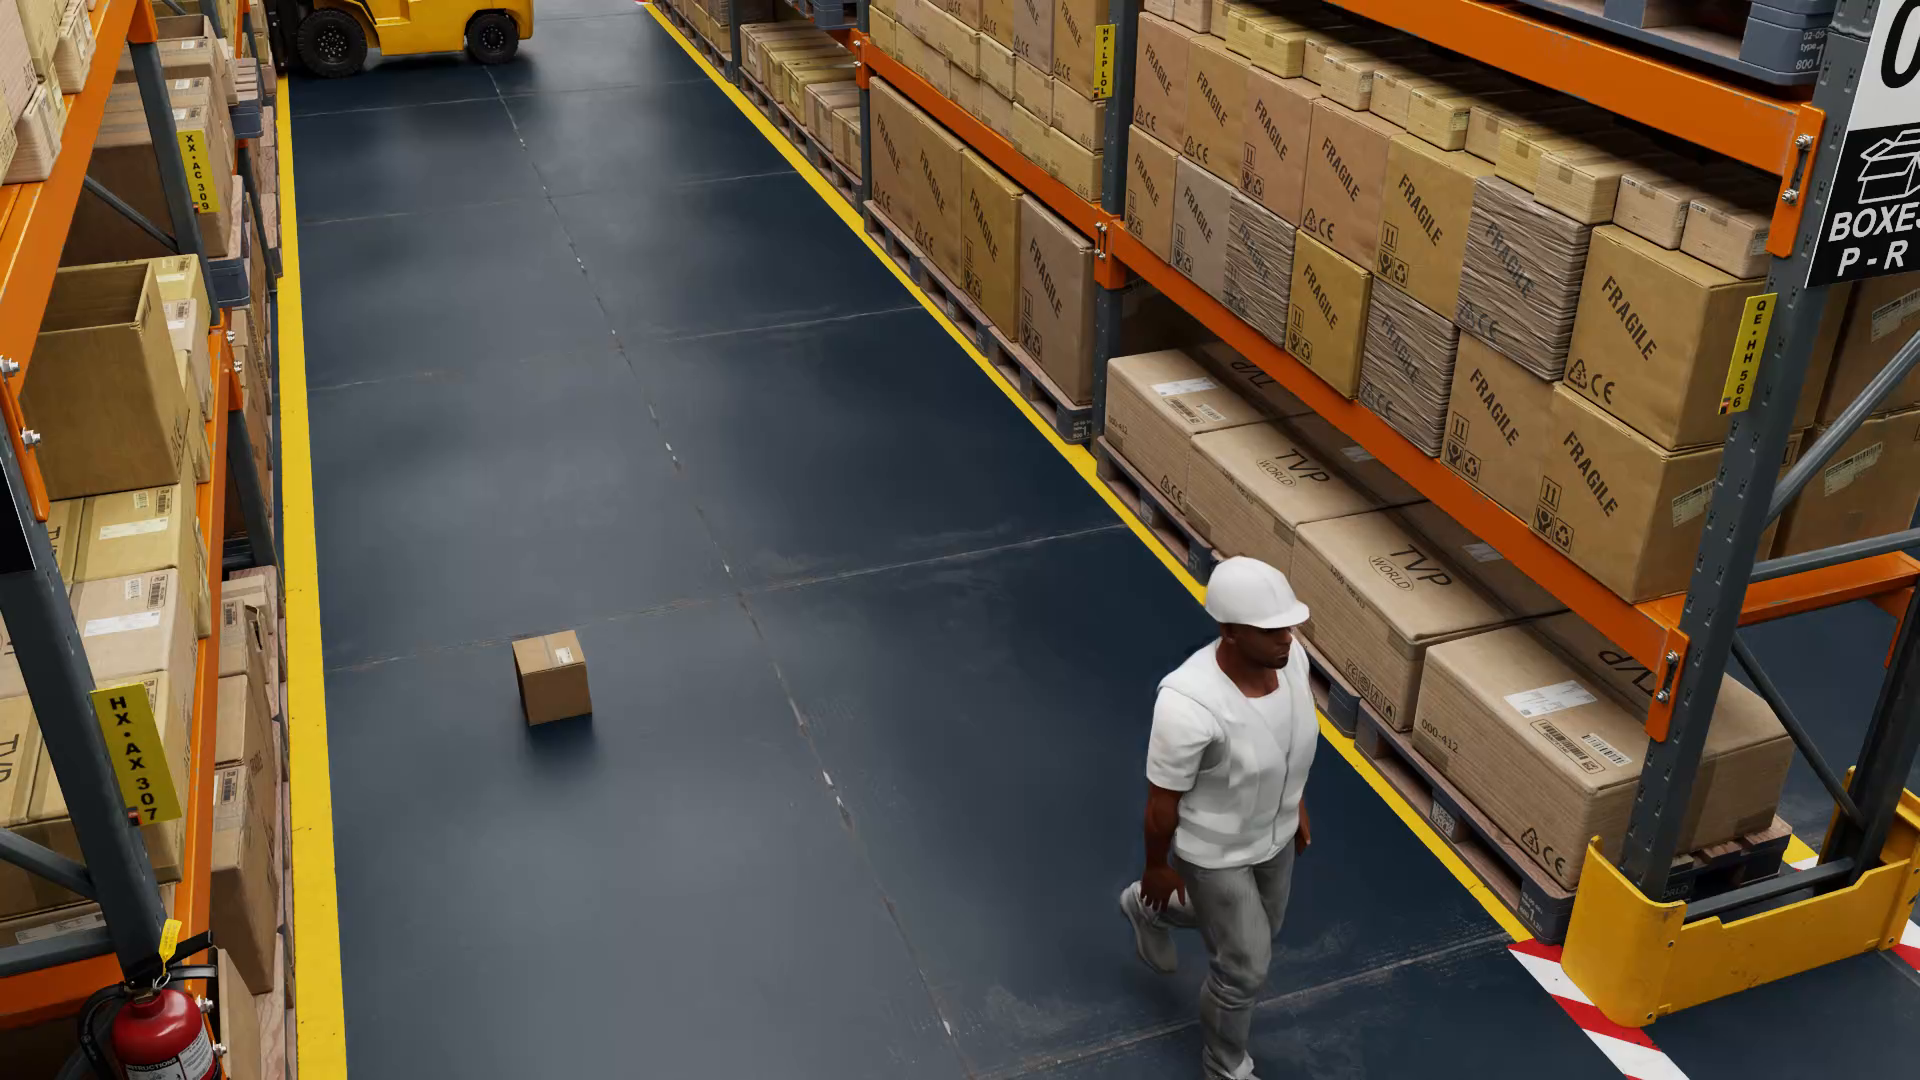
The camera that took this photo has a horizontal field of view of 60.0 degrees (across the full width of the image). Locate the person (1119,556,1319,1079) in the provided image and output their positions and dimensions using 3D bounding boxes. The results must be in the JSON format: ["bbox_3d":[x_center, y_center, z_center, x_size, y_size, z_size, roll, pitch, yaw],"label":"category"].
[{"bbox_3d":[0.728,0.796,4.689,0.579,1.753,0.819,-25,38,-37],"label":"person"}]
